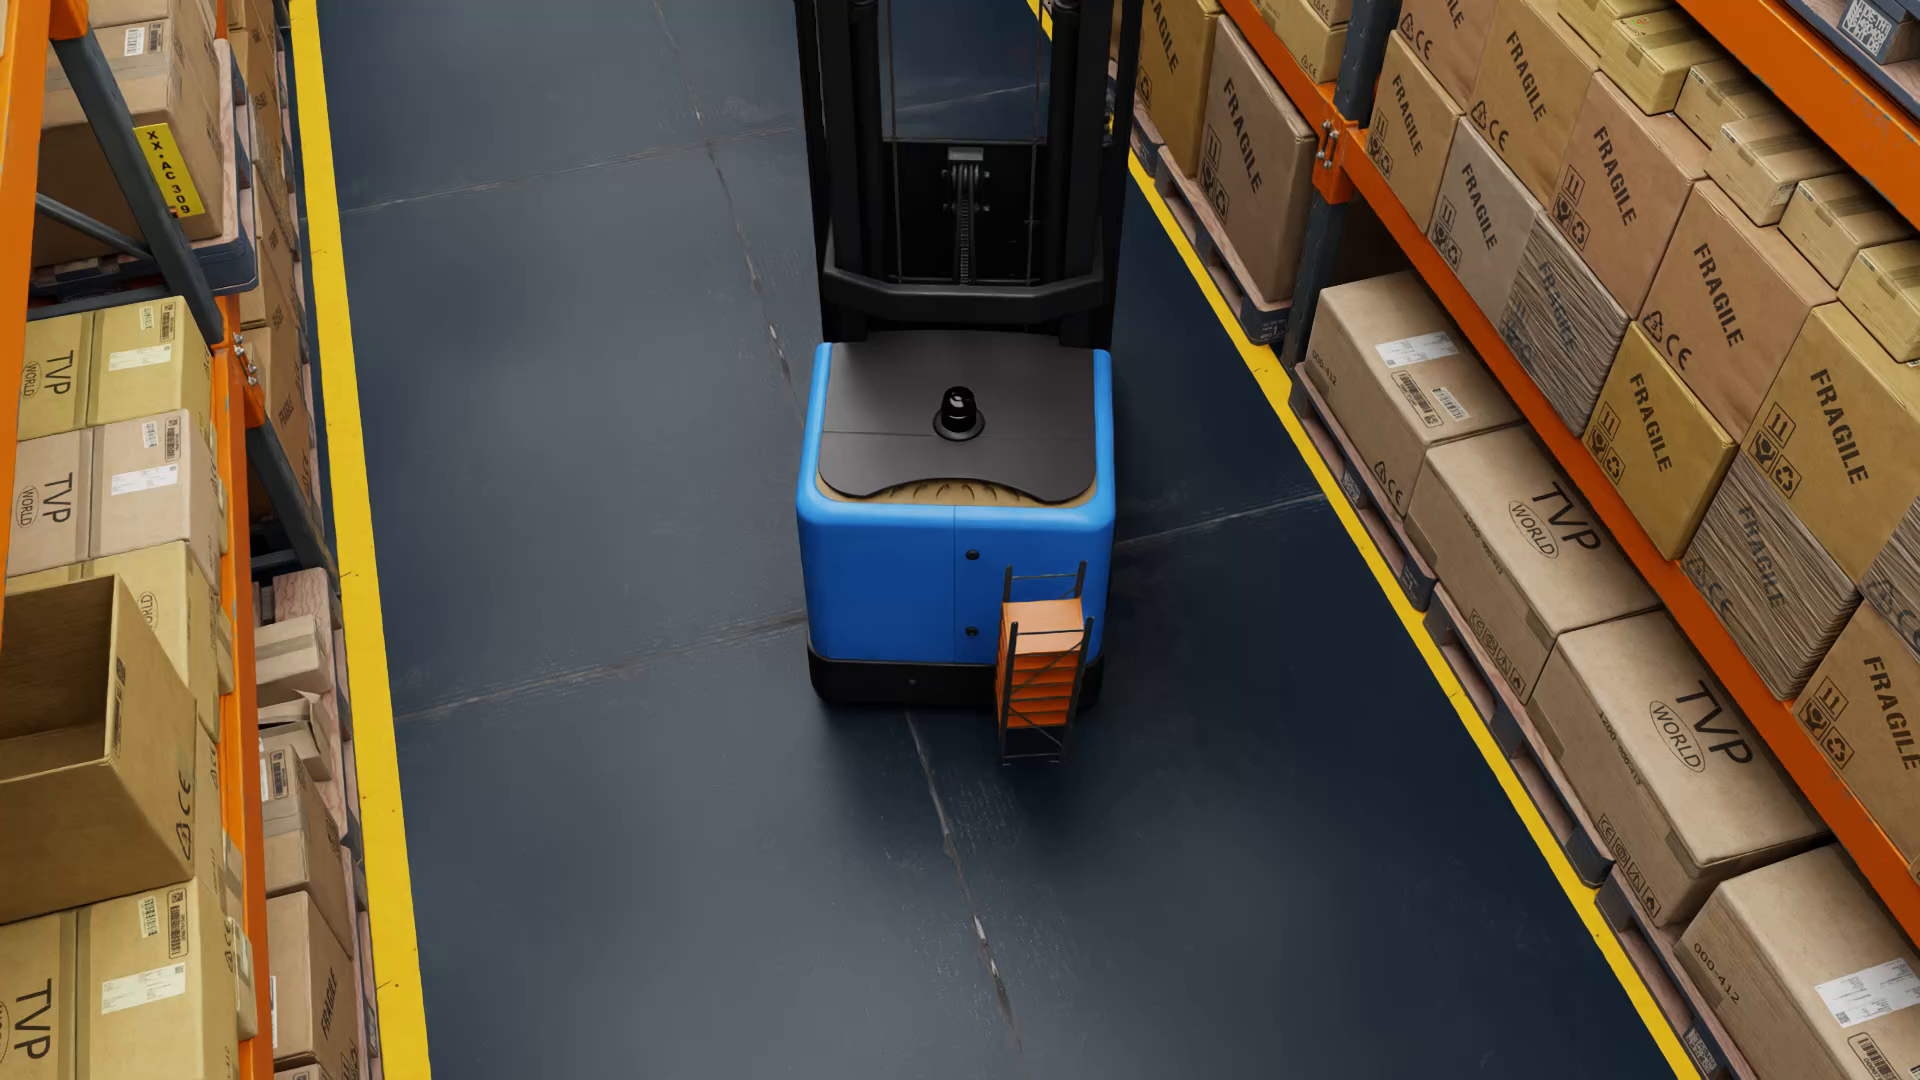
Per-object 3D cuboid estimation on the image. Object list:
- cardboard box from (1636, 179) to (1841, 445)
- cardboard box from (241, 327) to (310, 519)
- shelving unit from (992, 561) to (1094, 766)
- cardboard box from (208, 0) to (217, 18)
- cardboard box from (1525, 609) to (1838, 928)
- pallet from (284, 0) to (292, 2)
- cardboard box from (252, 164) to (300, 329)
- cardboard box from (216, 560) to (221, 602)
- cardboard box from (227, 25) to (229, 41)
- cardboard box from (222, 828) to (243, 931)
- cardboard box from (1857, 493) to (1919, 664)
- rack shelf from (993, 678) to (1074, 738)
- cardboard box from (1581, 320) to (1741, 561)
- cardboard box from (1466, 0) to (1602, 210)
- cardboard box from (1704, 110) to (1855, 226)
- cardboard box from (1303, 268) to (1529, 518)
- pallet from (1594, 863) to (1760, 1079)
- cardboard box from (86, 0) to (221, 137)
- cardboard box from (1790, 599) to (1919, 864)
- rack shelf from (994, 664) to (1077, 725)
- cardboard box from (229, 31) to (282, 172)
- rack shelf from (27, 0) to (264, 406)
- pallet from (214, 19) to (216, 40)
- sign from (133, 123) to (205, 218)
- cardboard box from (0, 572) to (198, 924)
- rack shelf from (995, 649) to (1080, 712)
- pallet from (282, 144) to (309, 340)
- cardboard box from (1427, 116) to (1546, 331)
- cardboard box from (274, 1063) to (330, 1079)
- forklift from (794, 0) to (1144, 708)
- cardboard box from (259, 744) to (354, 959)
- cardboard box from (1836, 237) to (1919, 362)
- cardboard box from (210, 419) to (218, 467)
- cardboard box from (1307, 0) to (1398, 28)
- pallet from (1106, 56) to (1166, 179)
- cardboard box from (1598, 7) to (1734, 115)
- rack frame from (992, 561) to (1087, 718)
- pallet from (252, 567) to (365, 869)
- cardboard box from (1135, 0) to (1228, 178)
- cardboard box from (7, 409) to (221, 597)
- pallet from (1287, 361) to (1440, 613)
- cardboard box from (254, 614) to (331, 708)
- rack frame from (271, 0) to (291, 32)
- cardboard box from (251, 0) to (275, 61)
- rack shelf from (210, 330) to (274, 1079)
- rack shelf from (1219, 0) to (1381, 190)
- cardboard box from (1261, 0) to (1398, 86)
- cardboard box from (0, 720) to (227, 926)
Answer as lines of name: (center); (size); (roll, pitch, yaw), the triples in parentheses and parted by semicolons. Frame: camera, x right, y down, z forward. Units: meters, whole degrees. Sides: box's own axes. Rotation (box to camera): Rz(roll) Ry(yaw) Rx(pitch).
cardboard box: (2.218, -0.645, 4.403); (0.500, 0.500, 0.500); (-14, 51, -11)
cardboard box: (-2.790, -0.418, 6.291); (0.500, 0.500, 0.500); (-11, 51, -9)
shelving unit: (0.252, 0.430, 5.383); (0.258, 1.200, 0.189); (-3, 62, -3)
cardboard box: (-3.177, -2.207, 6.098); (0.700, 0.500, 0.500); (-14, 51, -11)
cardboard box: (2.492, 0.677, 5.408); (0.875, 0.438, 0.875); (-12, 51, -10)
pallet: (-4.251, -3.317, 9.198); (1.003, 0.211, 1.213); (-13, 51, -11)
cardboard box: (-3.101, -1.170, 6.925); (0.500, 0.500, 0.500); (-15, 51, -12)
cardboard box: (-2.277, 0.140, 4.624); (0.380, 0.149, 0.250); (-12, 51, -10)
cardboard box: (-3.477, -2.243, 7.405); (0.380, 0.149, 0.250); (-12, 51, -10)
cardboard box: (-1.945, 0.876, 4.003); (0.380, 0.149, 0.250); (-12, 51, -10)
cardboard box: (2.509, 0.084, 3.787); (0.500, 0.500, 0.500); (-13, 51, -11)
rack shelf: (0.247, 0.562, 5.635); (0.258, 0.103, 0.180); (-3, 62, -3)
cardboard box: (2.205, -0.330, 4.791); (0.500, 0.500, 0.500); (-12, 51, -10)
cardboard box: (1.931, -1.391, 5.031); (0.500, 0.500, 0.500); (-14, 51, -11)
cardboard box: (2.156, -0.967, 4.249); (0.380, 0.149, 0.250); (-13, 51, -11)
cardboard box: (1.961, -0.636, 6.515); (0.875, 0.438, 0.875); (-14, 51, -12)
pallet: (2.750, 1.445, 5.184); (1.003, 0.211, 1.213); (-13, 51, -11)
cardboard box: (-2.945, -1.634, 5.615); (0.700, 0.500, 0.500); (-13, 51, -11)
cardboard box: (2.532, 0.417, 4.160); (0.500, 0.500, 0.500); (-14, 51, -12)
rack shelf: (0.249, 0.506, 5.529); (0.258, 0.103, 0.180); (-3, 62, -3)
cardboard box: (-3.420, -1.926, 7.561); (0.500, 0.500, 0.500); (-11, 51, -9)
rack shelf: (-3.454, -1.913, 6.661); (1.077, 0.370, 4.000); (-13, 51, -11)
pallet: (-3.466, -2.125, 6.494); (1.003, 0.211, 1.213); (-13, 51, -11)
sign: (-2.346, -1.092, 4.932); (0.100, 0.325, 0.005); (-13, 51, -11)
cardboard box: (-2.000, 0.460, 3.603); (0.500, 0.500, 0.500); (-12, 51, -10)
rack shelf: (0.251, 0.450, 5.423); (0.258, 0.103, 0.180); (-3, 62, -3)
pallet: (-3.503, -1.264, 7.467); (1.003, 0.211, 1.213); (-13, 51, -11)
cardboard box: (1.912, -1.071, 5.415); (0.500, 0.500, 0.500); (-13, 51, -11)
cardboard box: (-1.985, 1.806, 4.415); (0.700, 0.500, 0.500); (-11, 51, -9)
forklift: (0.036, -1.466, 5.858); (1.130, 2.935, 3.031); (2, 50, 1)
cardboard box: (-2.292, 1.048, 5.055); (0.700, 0.500, 0.500); (-15, 52, -12)
cardboard box: (2.334, -0.588, 3.930); (0.380, 0.149, 0.250); (-12, 51, -10)
cardboard box: (-2.429, -0.242, 4.946); (0.380, 0.149, 0.250); (-12, 51, -10)
cardboard box: (1.516, -2.189, 6.194); (0.500, 0.250, 0.500); (-13, 51, -11)
pallet: (1.214, -2.350, 8.383); (1.003, 0.211, 1.213); (-13, 51, -11)
cardboard box: (1.996, -1.327, 4.553); (0.380, 0.149, 0.250); (-15, 51, -12)
rack frame: (0.245, 0.349, 5.425); (0.240, 1.200, 0.006); (-3, 62, -3)
pallet: (-2.660, 0.716, 5.798); (1.003, 0.211, 1.213); (-13, 51, -11)
cardboard box: (1.344, -2.353, 7.676); (0.875, 0.875, 0.875); (-12, 51, -10)
cardboard box: (-2.316, -0.053, 4.526); (0.500, 0.250, 0.500); (-13, 51, -11)
pallet: (2.028, -0.337, 6.686); (1.003, 0.211, 1.213); (-13, 51, -11)
cardboard box: (-2.417, 0.440, 5.797); (0.380, 0.149, 0.250); (-15, 51, -12)
rack frame: (-4.045, -3.606, 7.618); (1.000, 3.000, 0.127); (-13, 51, -11)
cardboard box: (-3.715, -2.675, 8.193); (0.500, 0.500, 0.500); (-12, 51, -10)
rack shelf: (-2.271, 1.008, 4.198); (1.077, 0.370, 4.000); (-13, 51, -11)
rack shelf: (1.287, -3.038, 7.610); (1.077, 0.370, 4.000); (-13, 51, -11)
cardboard box: (1.505, -2.032, 6.389); (0.500, 0.250, 0.500); (-14, 51, -12)
cardboard box: (-2.030, 0.691, 3.899); (0.500, 0.250, 0.500); (-15, 51, -12)
